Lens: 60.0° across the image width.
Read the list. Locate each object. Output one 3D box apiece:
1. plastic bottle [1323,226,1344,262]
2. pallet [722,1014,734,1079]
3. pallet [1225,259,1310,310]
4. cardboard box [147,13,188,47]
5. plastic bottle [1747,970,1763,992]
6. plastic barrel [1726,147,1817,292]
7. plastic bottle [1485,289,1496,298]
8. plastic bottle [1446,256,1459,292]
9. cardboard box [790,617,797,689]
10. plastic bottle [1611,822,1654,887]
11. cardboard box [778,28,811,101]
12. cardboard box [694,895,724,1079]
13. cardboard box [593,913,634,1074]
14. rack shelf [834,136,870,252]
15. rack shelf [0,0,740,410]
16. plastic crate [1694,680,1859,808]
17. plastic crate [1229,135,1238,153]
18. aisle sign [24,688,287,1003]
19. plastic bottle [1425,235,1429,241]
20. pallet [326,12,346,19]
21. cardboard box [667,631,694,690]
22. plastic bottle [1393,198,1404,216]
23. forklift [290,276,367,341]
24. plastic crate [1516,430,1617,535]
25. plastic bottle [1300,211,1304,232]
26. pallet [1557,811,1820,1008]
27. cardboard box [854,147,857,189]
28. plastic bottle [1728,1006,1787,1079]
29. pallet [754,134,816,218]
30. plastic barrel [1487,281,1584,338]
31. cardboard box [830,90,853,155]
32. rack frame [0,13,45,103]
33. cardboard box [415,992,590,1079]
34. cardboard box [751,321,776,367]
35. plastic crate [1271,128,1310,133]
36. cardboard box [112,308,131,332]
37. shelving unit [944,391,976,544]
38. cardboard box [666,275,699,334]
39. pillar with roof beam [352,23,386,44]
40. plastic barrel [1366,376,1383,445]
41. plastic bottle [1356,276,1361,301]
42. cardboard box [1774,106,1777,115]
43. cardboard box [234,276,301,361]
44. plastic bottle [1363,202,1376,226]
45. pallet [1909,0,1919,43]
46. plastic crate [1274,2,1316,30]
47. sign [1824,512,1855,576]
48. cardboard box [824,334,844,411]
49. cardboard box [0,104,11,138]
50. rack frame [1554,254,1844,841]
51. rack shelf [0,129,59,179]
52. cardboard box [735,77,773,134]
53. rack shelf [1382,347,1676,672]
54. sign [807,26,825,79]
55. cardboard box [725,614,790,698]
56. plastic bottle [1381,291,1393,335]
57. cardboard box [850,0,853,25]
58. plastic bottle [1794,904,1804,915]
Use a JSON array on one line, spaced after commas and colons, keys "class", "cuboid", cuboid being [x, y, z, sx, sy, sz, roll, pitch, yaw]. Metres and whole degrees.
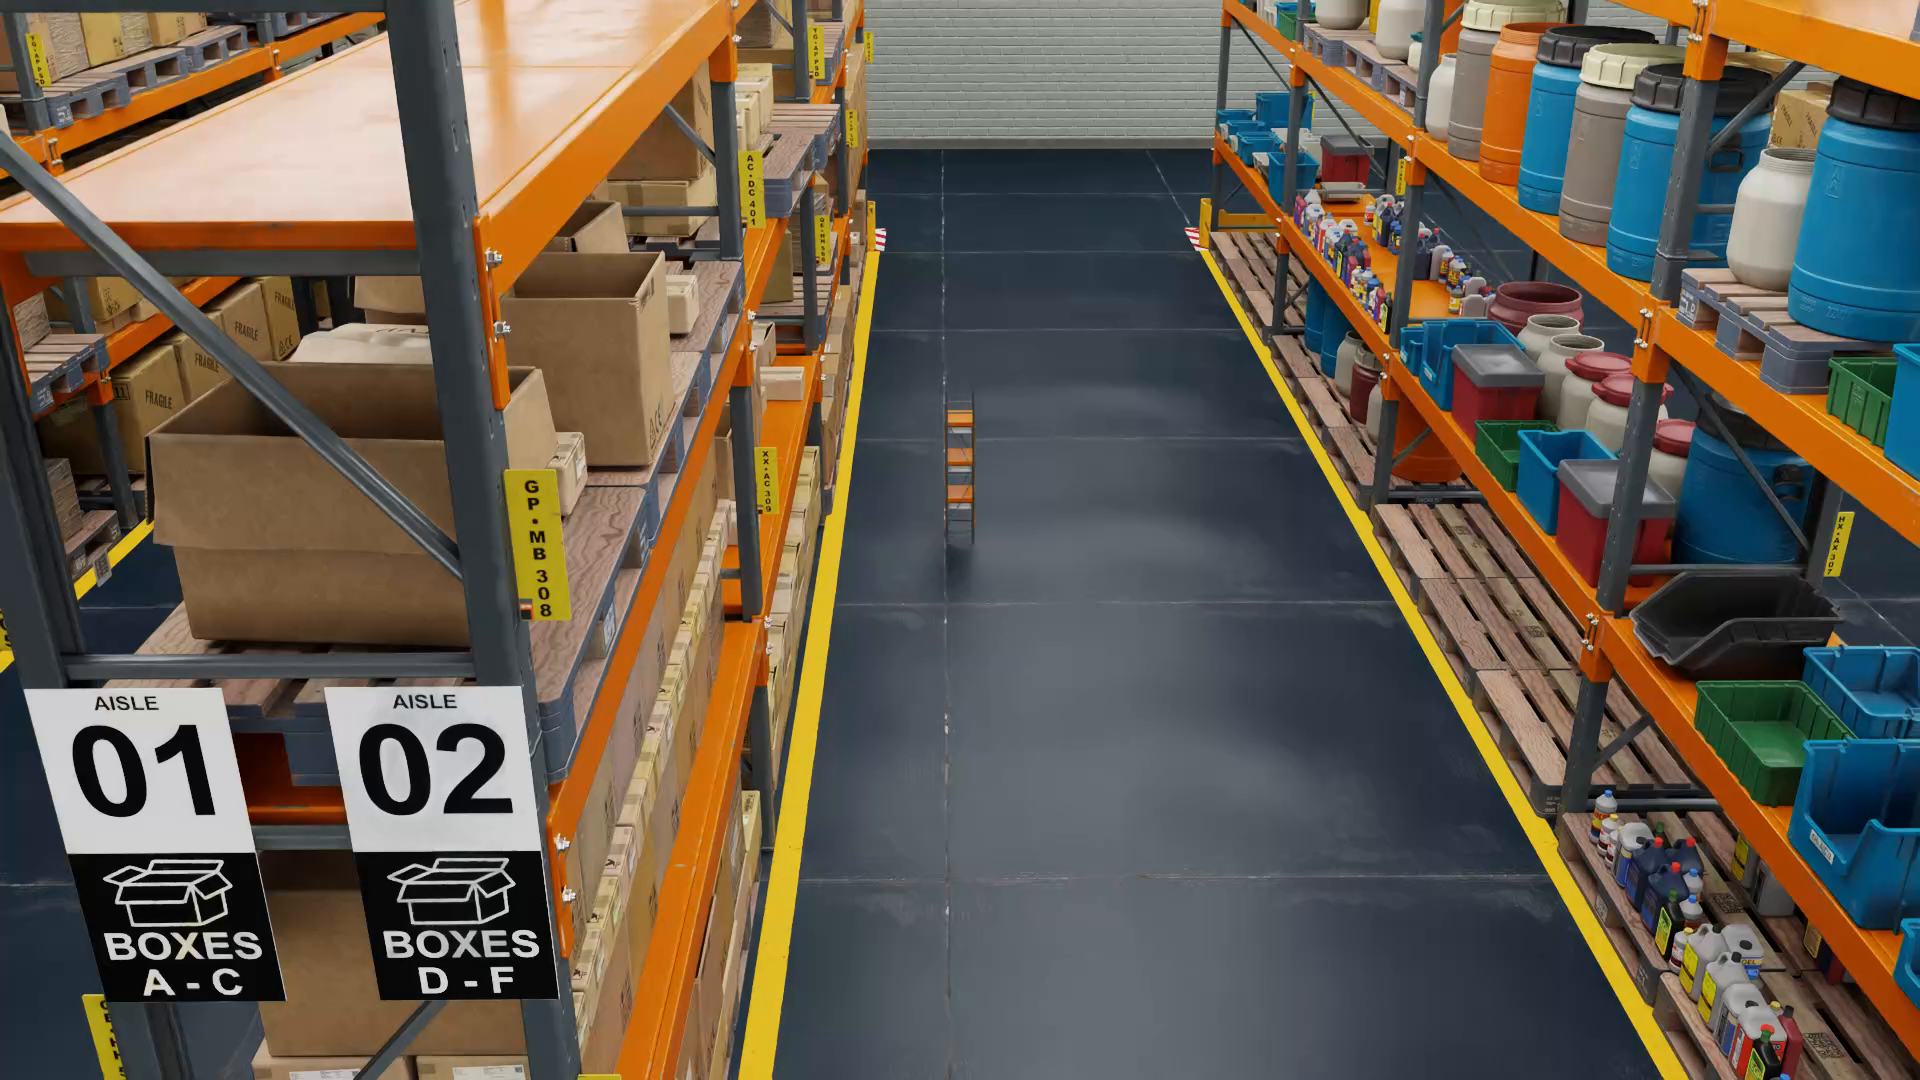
[{"class": "plastic bottle", "cuboid": [3.071, -2.426, 13.623, 0.152, 0.276, 0.135, 0, 24, -1]}, {"class": "pallet", "cuboid": [-1.449, 2.268, 6.479, 1.003, 0.211, 1.213, 0, 24, -1]}, {"class": "pallet", "cuboid": [3.371, -2.688, 17.437, 1.003, 0.211, 1.213, 0, 24, -1]}, {"class": "cardboard box", "cuboid": [-6.502, -4.128, 12.941, 0.700, 0.500, 0.500, -1, 24, -2]}, {"class": "plastic bottle", "cuboid": [3.244, 1.865, 6.848, 0.097, 0.201, 0.097, 0, 24, 0]}, {"class": "plastic barrel", "cuboid": [3.330, -1.286, 6.668, 0.421, 0.512, 0.421, 0, 24, 0]}, {"class": "plastic bottle", "cuboid": [3.822, -1.672, 11.964, 0.097, 0.271, 0.097, 0, 24, 0]}, {"class": "plastic bottle", "cuboid": [3.812, -2.053, 12.806, 0.097, 0.271, 0.097, 0, 24, 0]}, {"class": "cardboard box", "cuboid": [-1.201, 0.636, 9.531, 0.500, 0.250, 0.500, -1, 24, -2]}, {"class": "plastic bottle", "cuboid": [3.117, 1.452, 7.671, 0.152, 0.276, 0.135, 1, 24, 1]}, {"class": "cardboard box", "cuboid": [-1.519, -3.285, 11.611, 0.910, 0.500, 0.500, 0, 24, -1]}, {"class": "cardboard box", "cuboid": [-1.185, 1.694, 6.282, 0.500, 0.500, 0.500, 0, 24, -1]}, {"class": "cardboard box", "cuboid": [-1.391, 1.360, 4.983, 0.700, 0.500, 0.500, 0, 24, 1]}, {"class": "rack shelf", "cuboid": [-1.541, -3.627, 17.003, 1.077, 0.370, 4.000, 0, 24, -1]}, {"class": "rack shelf", "cuboid": [-1.410, -1.234, 4.916, 1.077, 0.370, 4.000, 0, 24, -1]}, {"class": "plastic crate", "cuboid": [3.254, 0.802, 6.594, 0.450, 0.188, 0.662, 0, 24, -1]}, {"class": "plastic crate", "cuboid": [2.992, -4.192, 17.625, 0.250, 0.136, 0.298, 0, 24, -1]}, {"class": "aisle sign", "cuboid": [-1.681, 0.658, 3.501, 0.394, 0.787, 0.004, 0, 24, -1]}, {"class": "plastic bottle", "cuboid": [3.744, -2.320, 13.395, 0.097, 0.271, 0.097, 0, 24, 0]}, {"class": "pallet", "cuboid": [-6.481, -5.272, 16.234, 1.003, 0.211, 1.213, 0, 24, -1]}, {"class": "cardboard box", "cuboid": [-1.202, 0.459, 6.187, 0.380, 0.149, 0.250, 0, 24, 1]}, {"class": "plastic bottle", "cuboid": [3.771, -2.752, 14.254, 0.144, 0.351, 0.185, 0, 24, -1]}, {"class": "forklift", "cuboid": [-3.642, -0.951, 10.295, 3.031, 2.935, 1.130, 17, 29, 33]}, {"class": "plastic crate", "cuboid": [3.198, -0.301, 8.795, 0.392, 0.384, 0.575, 0, 24, -1]}, {"class": "plastic bottle", "cuboid": [3.032, -2.806, 14.554, 0.097, 0.201, 0.097, 0, 24, 0]}, {"class": "pallet", "cuboid": [3.487, 1.692, 7.752, 1.003, 0.211, 1.213, 0, 24, -1]}, {"class": "cardboard box", "cuboid": [-1.261, -3.599, 15.945, 0.500, 0.500, 0.500, 0, 24, 0]}, {"class": "plastic bottle", "cuboid": [3.131, 1.975, 6.515, 0.152, 0.276, 0.135, 0, 24, 0]}, {"class": "pallet", "cuboid": [-1.363, -2.023, 9.173, 1.003, 0.211, 1.213, 1, 24, 2]}, {"class": "plastic barrel", "cuboid": [3.786, -1.375, 10.986, 0.600, 0.536, 0.708, 0, 24, -1]}, {"class": "cardboard box", "cuboid": [-1.243, -3.827, 15.238, 0.500, 0.500, 0.500, 0, 24, 1]}, {"class": "rack frame", "cuboid": [-6.429, -4.192, 10.099, 1.000, 3.000, 0.127, 0, 24, -1]}, {"class": "cardboard box", "cuboid": [-1.177, 1.310, 4.305, 0.380, 0.149, 0.250, 0, 24, -1]}, {"class": "cardboard box", "cuboid": [-1.515, -1.292, 11.075, 0.500, 0.311, 0.500, 1, 24, 3]}, {"class": "plastic crate", "cuboid": [3.580, -4.372, 18.023, 0.396, 0.136, 0.243, 0, 24, -1]}, {"class": "cardboard box", "cuboid": [-6.195, -1.594, 11.915, 0.380, 0.149, 0.250, 0, 24, 0]}, {"class": "shelving unit", "cuboid": [-0.001, -0.500, 11.582, 0.215, 1.050, 0.252, 0, 24, -1]}, {"class": "cardboard box", "cuboid": [-1.145, -0.846, 5.966, 0.380, 0.149, 0.250, 0, 24, -1]}, {"class": "pillar with roof beam", "cuboid": [-3.106, -8.617, 19.882, 9.100, 9.000, 0.400, 0, 24, -1]}, {"class": "plastic barrel", "cuboid": [3.360, -0.995, 12.819, 0.421, 0.512, 0.421, 0, 24, 0]}, {"class": "plastic bottle", "cuboid": [3.056, -1.921, 12.598, 0.097, 0.201, 0.097, 0, 24, 0]}, {"class": "cardboard box", "cuboid": [8.619, -4.482, 17.840, 0.500, 0.250, 0.500, -1, 24, -1]}, {"class": "cardboard box", "cuboid": [-6.335, -2.052, 14.745, 0.750, 0.750, 0.750, 0, 24, 0]}, {"class": "plastic bottle", "cuboid": [3.637, -2.892, 14.745, 0.097, 0.201, 0.097, 0, 24, 0]}, {"class": "pallet", "cuboid": [3.574, -1.477, 4.810, 1.003, 0.211, 1.213, 0, 24, -1]}, {"class": "plastic crate", "cuboid": [3.105, -4.816, 15.321, 0.416, 0.233, 0.300, 0, 24, -1]}, {"class": "sign", "cuboid": [4.072, 0.021, 7.728, 0.100, 0.325, 0.005, 0, 24, -1]}, {"class": "cardboard box", "cuboid": [-1.217, -1.370, 13.640, 0.500, 0.500, 0.500, -1, 24, -2]}, {"class": "cardboard box", "cuboid": [-6.151, -2.499, 10.078, 0.500, 0.311, 0.500, 0, 24, -1]}, {"class": "rack frame", "cuboid": [3.521, 0.145, 7.790, 1.000, 3.000, 0.127, 0, 24, -1]}, {"class": "rack shelf", "cuboid": [-6.407, -1.674, 9.043, 1.077, 0.370, 4.000, 0, 24, -1]}, {"class": "cardboard box", "cuboid": [-1.390, -2.570, 9.824, 0.500, 0.250, 0.500, 0, 24, 1]}, {"class": "rack shelf", "cuboid": [3.499, -0.351, 9.760, 1.077, 0.370, 4.000, 0, 24, -1]}, {"class": "sign", "cuboid": [-0.920, -3.120, 10.645, 0.100, 0.325, 0.005, 0, 24, -1]}, {"class": "cardboard box", "cuboid": [-1.187, 0.594, 8.943, 0.500, 0.311, 0.500, -1, 24, -1]}, {"class": "plastic bottle", "cuboid": [3.047, -1.615, 11.822, 0.061, 0.283, 0.133, 0, 24, -1]}, {"class": "cardboard box", "cuboid": [-1.282, -5.043, 15.802, 0.500, 0.250, 0.500, 0, 24, -1]}, {"class": "plastic bottle", "cuboid": [3.819, 1.495, 7.486, 0.144, 0.351, 0.185, -1, 24, -3]}]
